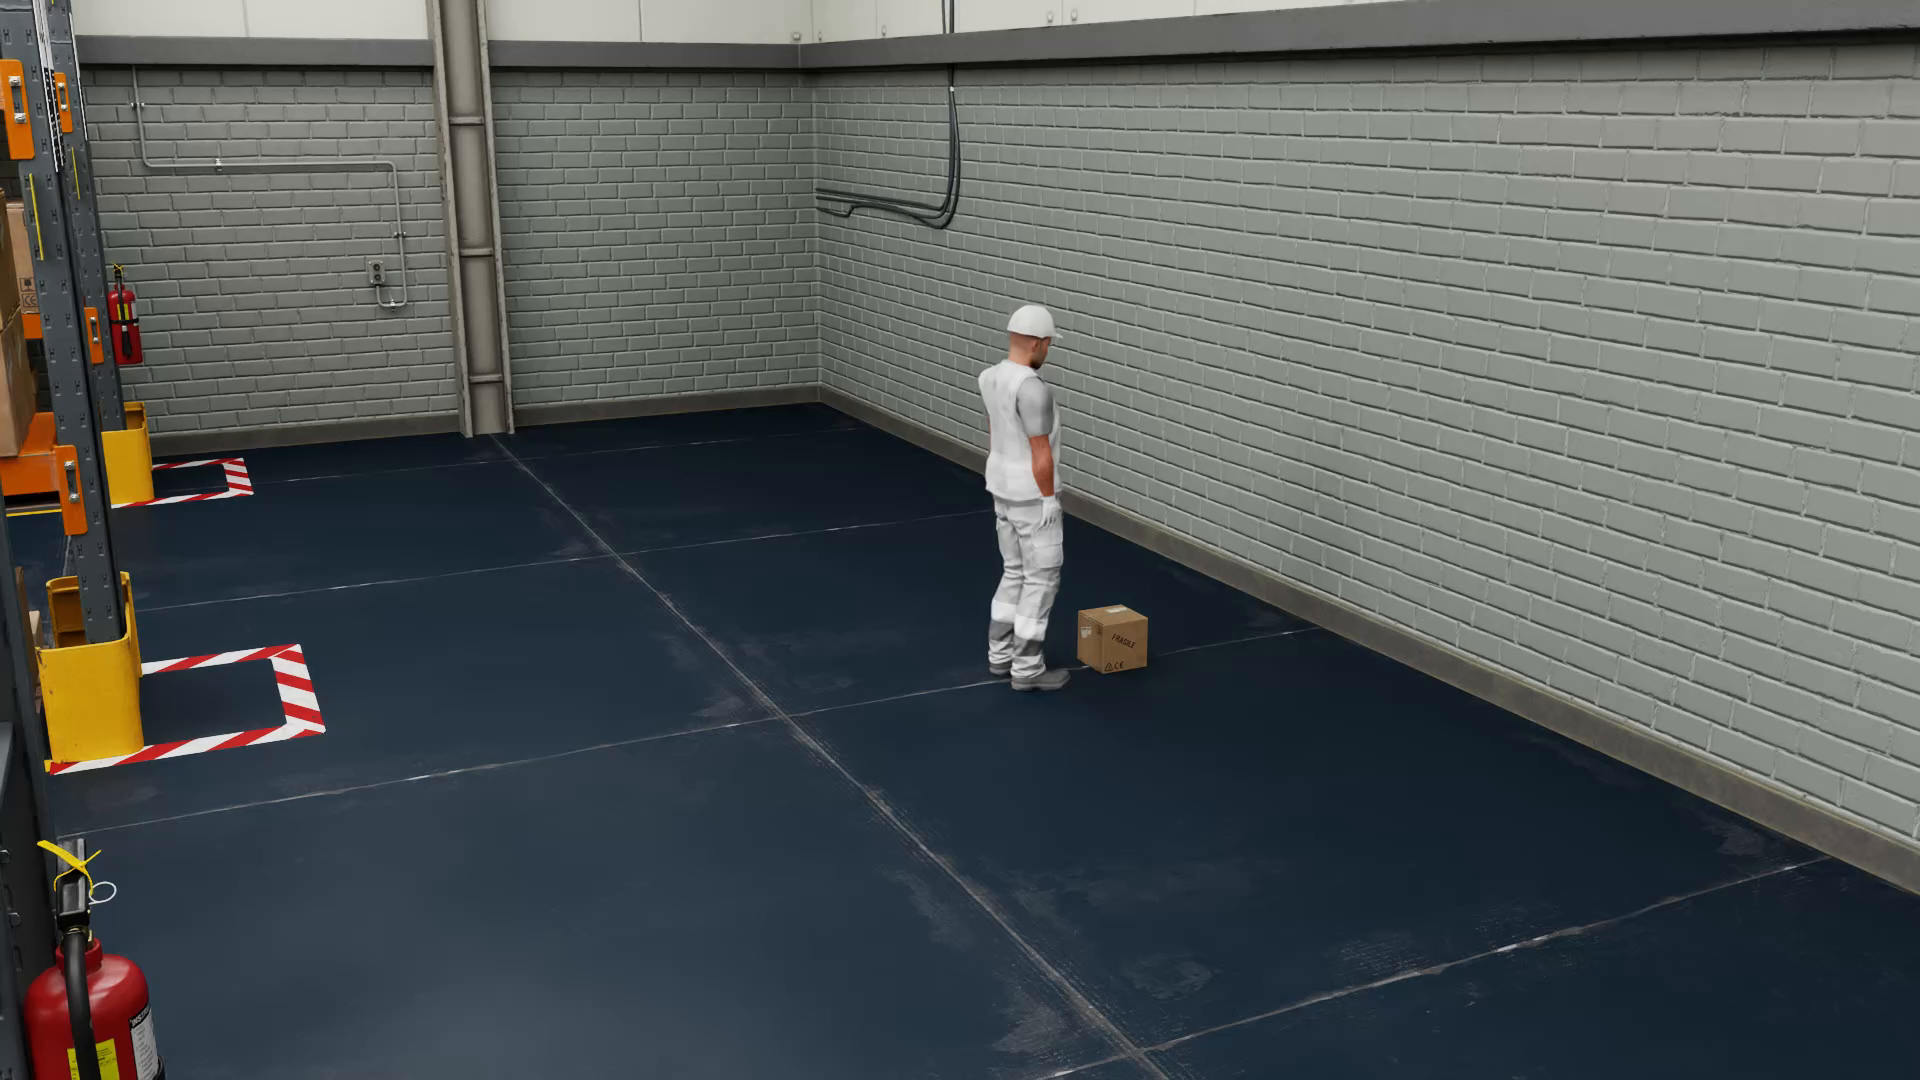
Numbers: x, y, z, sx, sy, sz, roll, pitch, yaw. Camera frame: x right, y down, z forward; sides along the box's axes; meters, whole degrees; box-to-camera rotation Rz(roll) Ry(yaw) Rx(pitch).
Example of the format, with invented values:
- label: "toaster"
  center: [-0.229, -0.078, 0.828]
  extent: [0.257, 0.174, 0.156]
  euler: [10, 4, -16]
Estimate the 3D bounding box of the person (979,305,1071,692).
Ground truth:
- label: "person"
  center: [0.308, -0.203, 7.752]
  extent: [0.364, 1.776, 0.529]
  euler: [-7, 17, -24]
